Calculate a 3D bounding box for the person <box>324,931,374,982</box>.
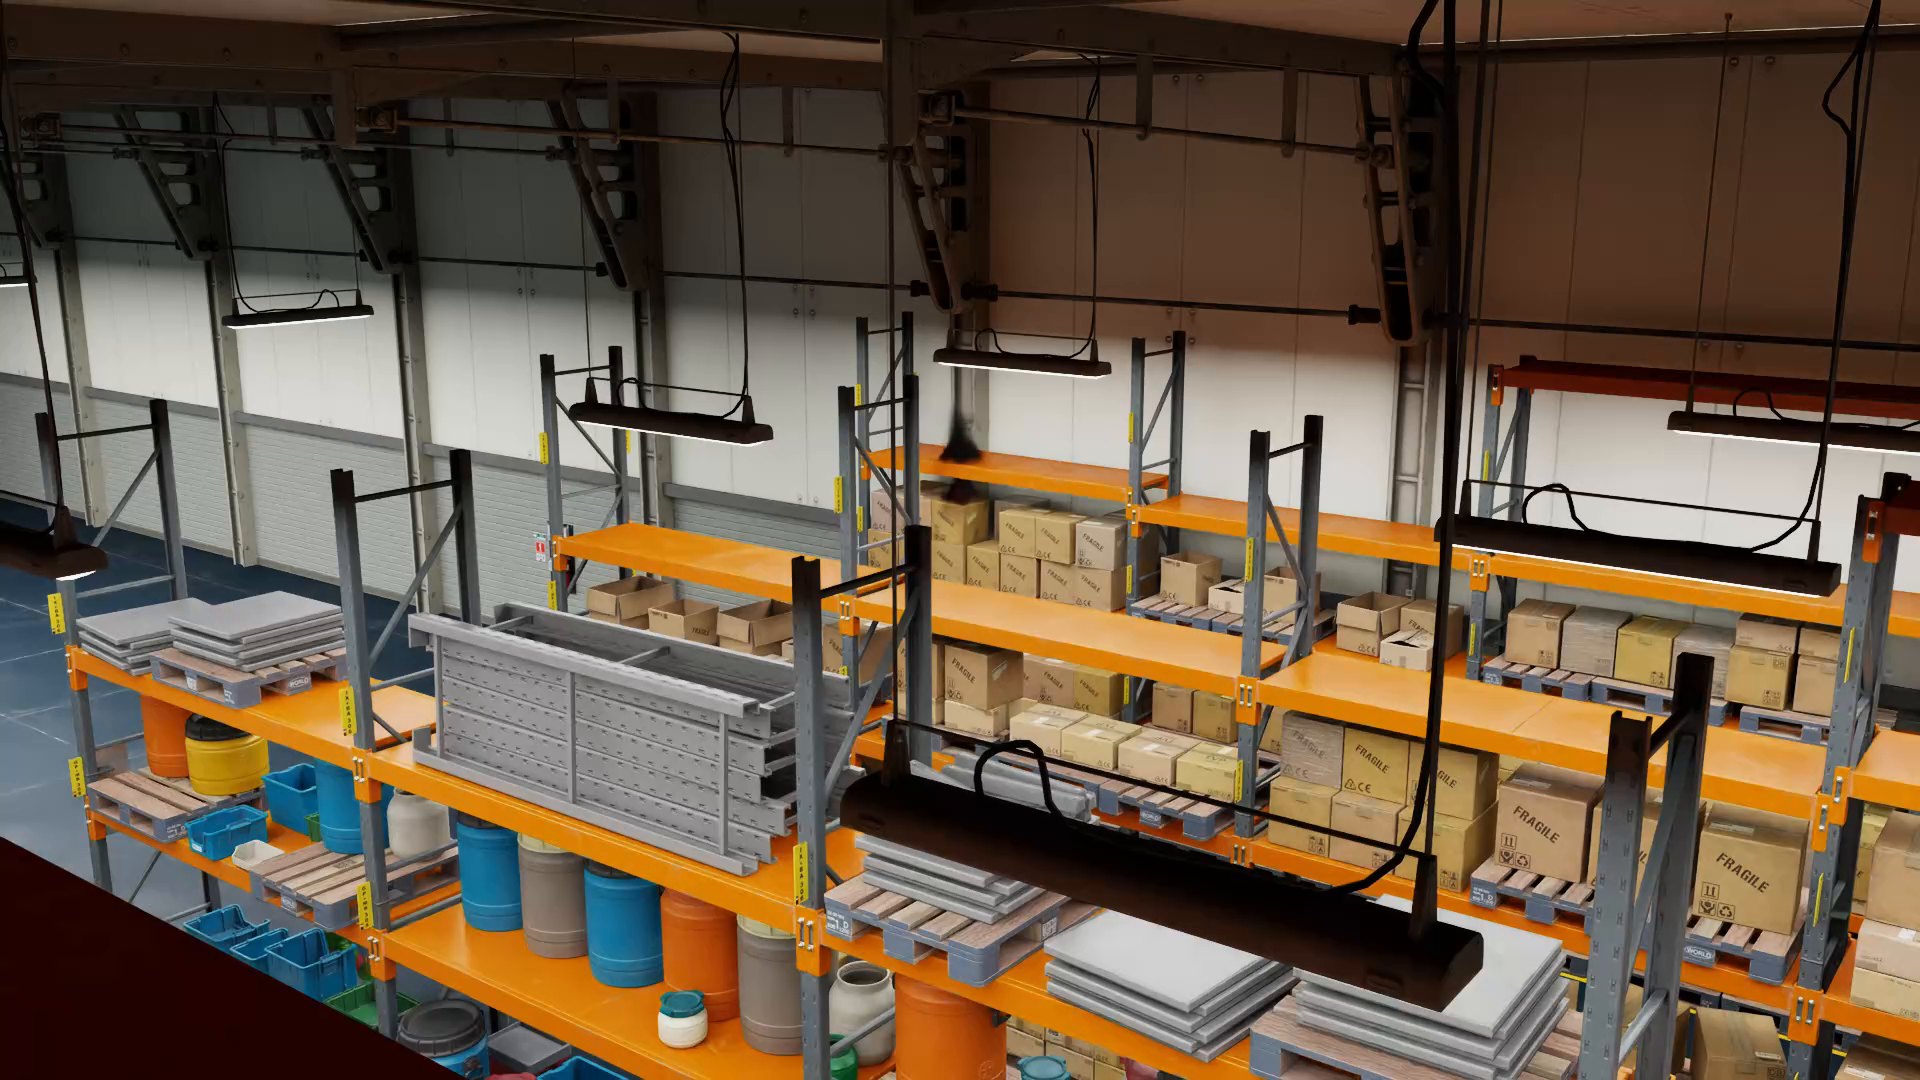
[{"bbox_3d":[-6.060,3.541,15.930,0.974,1.747,0.713,6,14,23],"label":"person"}]
